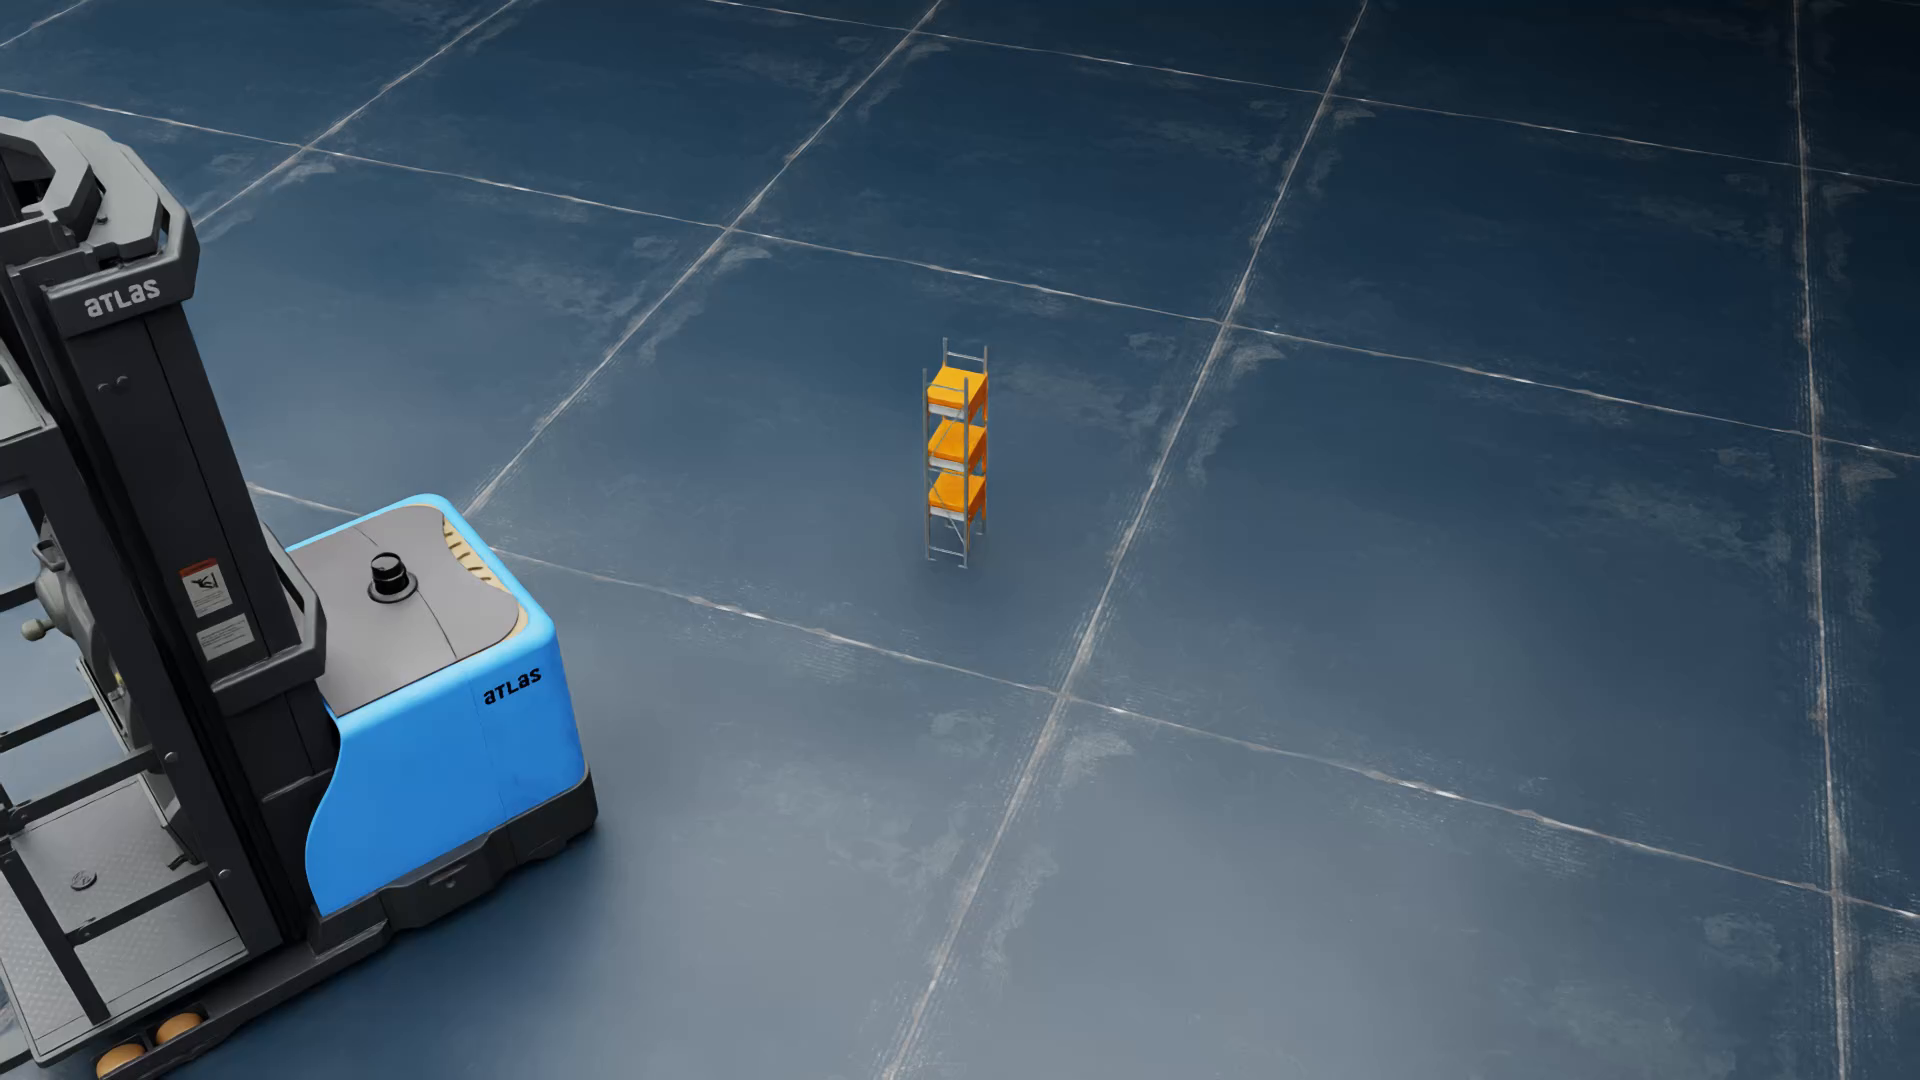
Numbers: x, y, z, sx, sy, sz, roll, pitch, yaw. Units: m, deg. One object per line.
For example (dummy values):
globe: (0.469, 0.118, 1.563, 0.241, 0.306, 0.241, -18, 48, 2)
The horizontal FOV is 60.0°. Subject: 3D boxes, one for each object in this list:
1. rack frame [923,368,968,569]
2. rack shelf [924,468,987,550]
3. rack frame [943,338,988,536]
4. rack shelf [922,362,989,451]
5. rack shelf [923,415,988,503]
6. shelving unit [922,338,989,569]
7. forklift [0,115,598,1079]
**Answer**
rack frame: (-0.060, -0.292, 7.237, 0.200, 1.050, 0.008, 13, 42, 15)
rack shelf: (-0.018, -0.147, 7.512, 0.215, 0.259, 0.240, 13, 42, 15)
rack frame: (0.023, -0.441, 7.412, 0.200, 1.050, 0.008, 13, 42, 15)
rack shelf: (-0.018, -0.575, 7.147, 0.215, 0.259, 0.240, 13, 42, 15)
rack shelf: (-0.018, -0.359, 7.331, 0.215, 0.259, 0.240, 13, 42, 15)
shelving unit: (-0.018, -0.367, 7.325, 0.215, 1.050, 0.252, 13, 42, 15)
forklift: (-2.859, 0.337, 5.050, 3.031, 2.935, 1.130, -27, 47, -28)
